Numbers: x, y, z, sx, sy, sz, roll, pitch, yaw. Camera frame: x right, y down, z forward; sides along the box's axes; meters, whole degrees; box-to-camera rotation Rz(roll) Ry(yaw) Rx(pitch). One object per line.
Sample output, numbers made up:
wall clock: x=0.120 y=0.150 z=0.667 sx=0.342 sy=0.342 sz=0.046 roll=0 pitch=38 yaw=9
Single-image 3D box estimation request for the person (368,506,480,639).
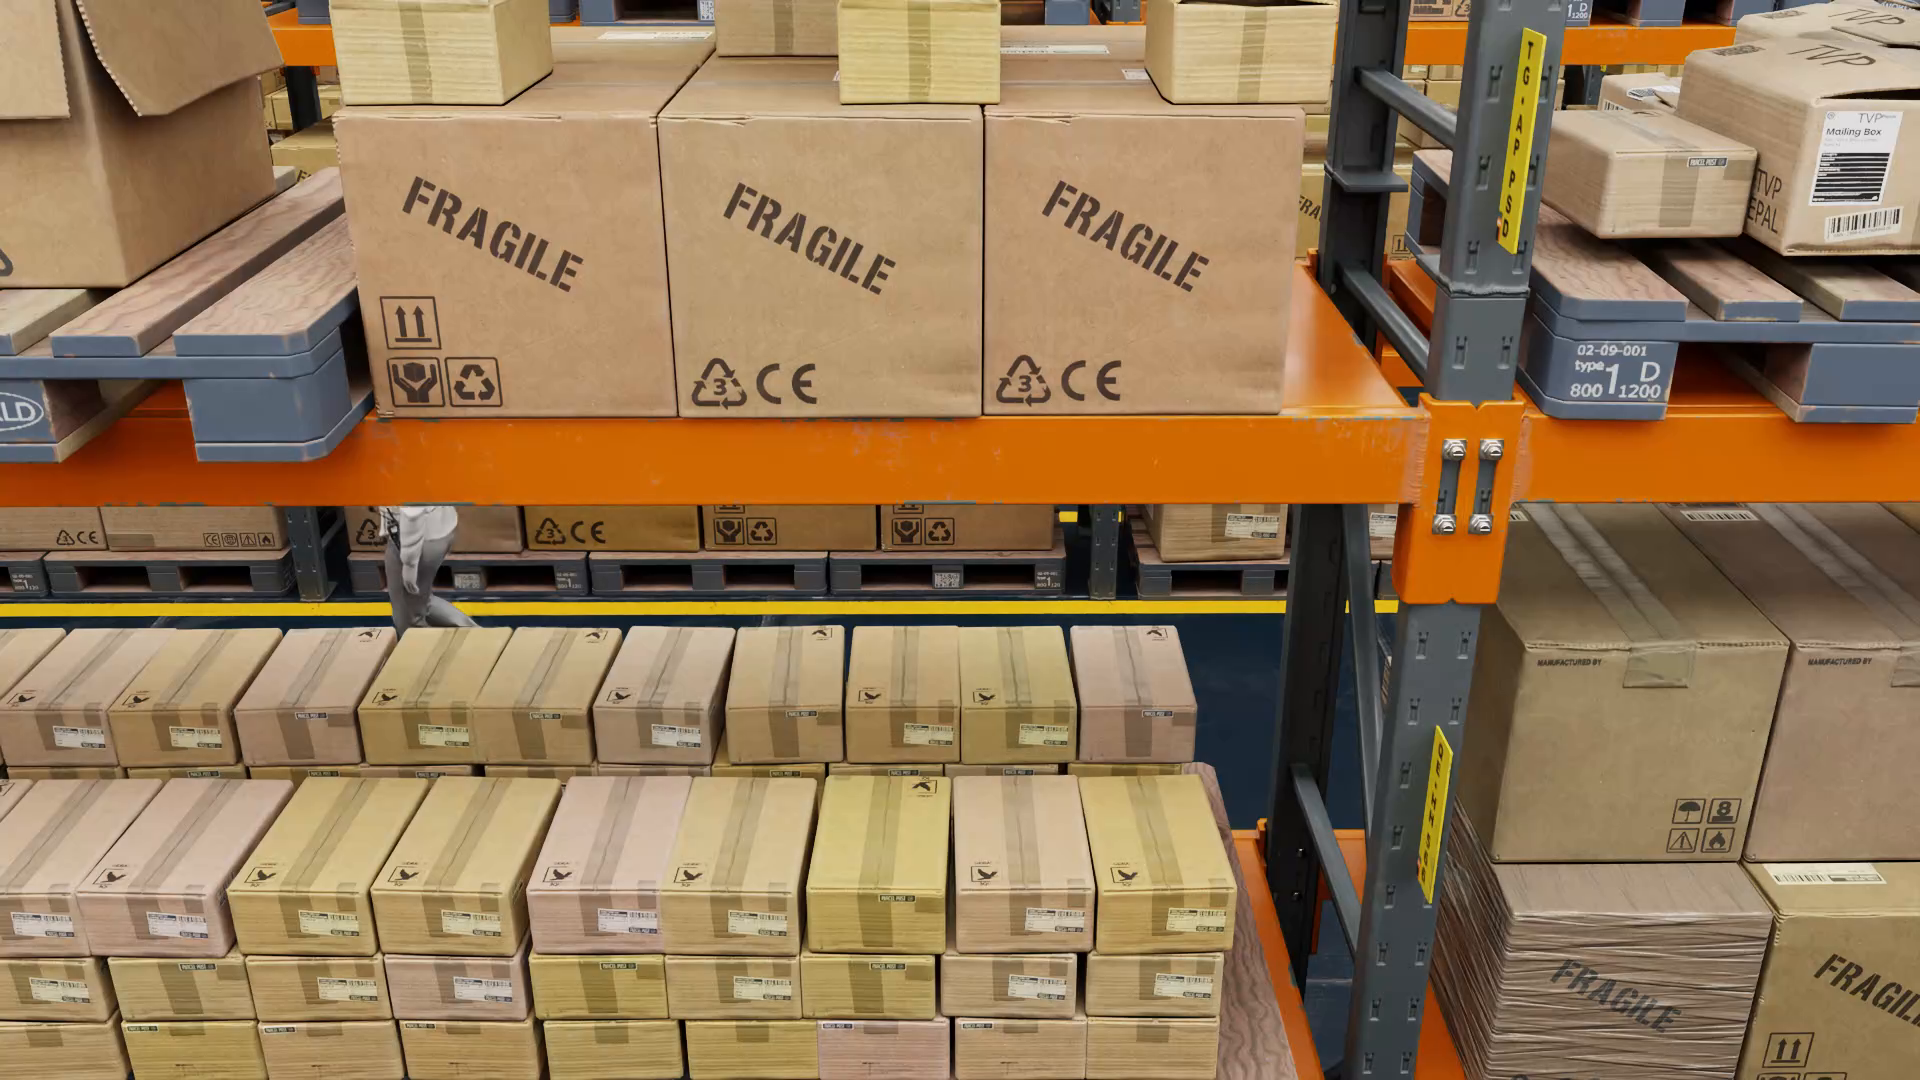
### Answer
person: x=-2.256 y=-0.008 z=7.034 sx=0.511 sy=1.677 sz=0.488 roll=0 pitch=24 yaw=-1
